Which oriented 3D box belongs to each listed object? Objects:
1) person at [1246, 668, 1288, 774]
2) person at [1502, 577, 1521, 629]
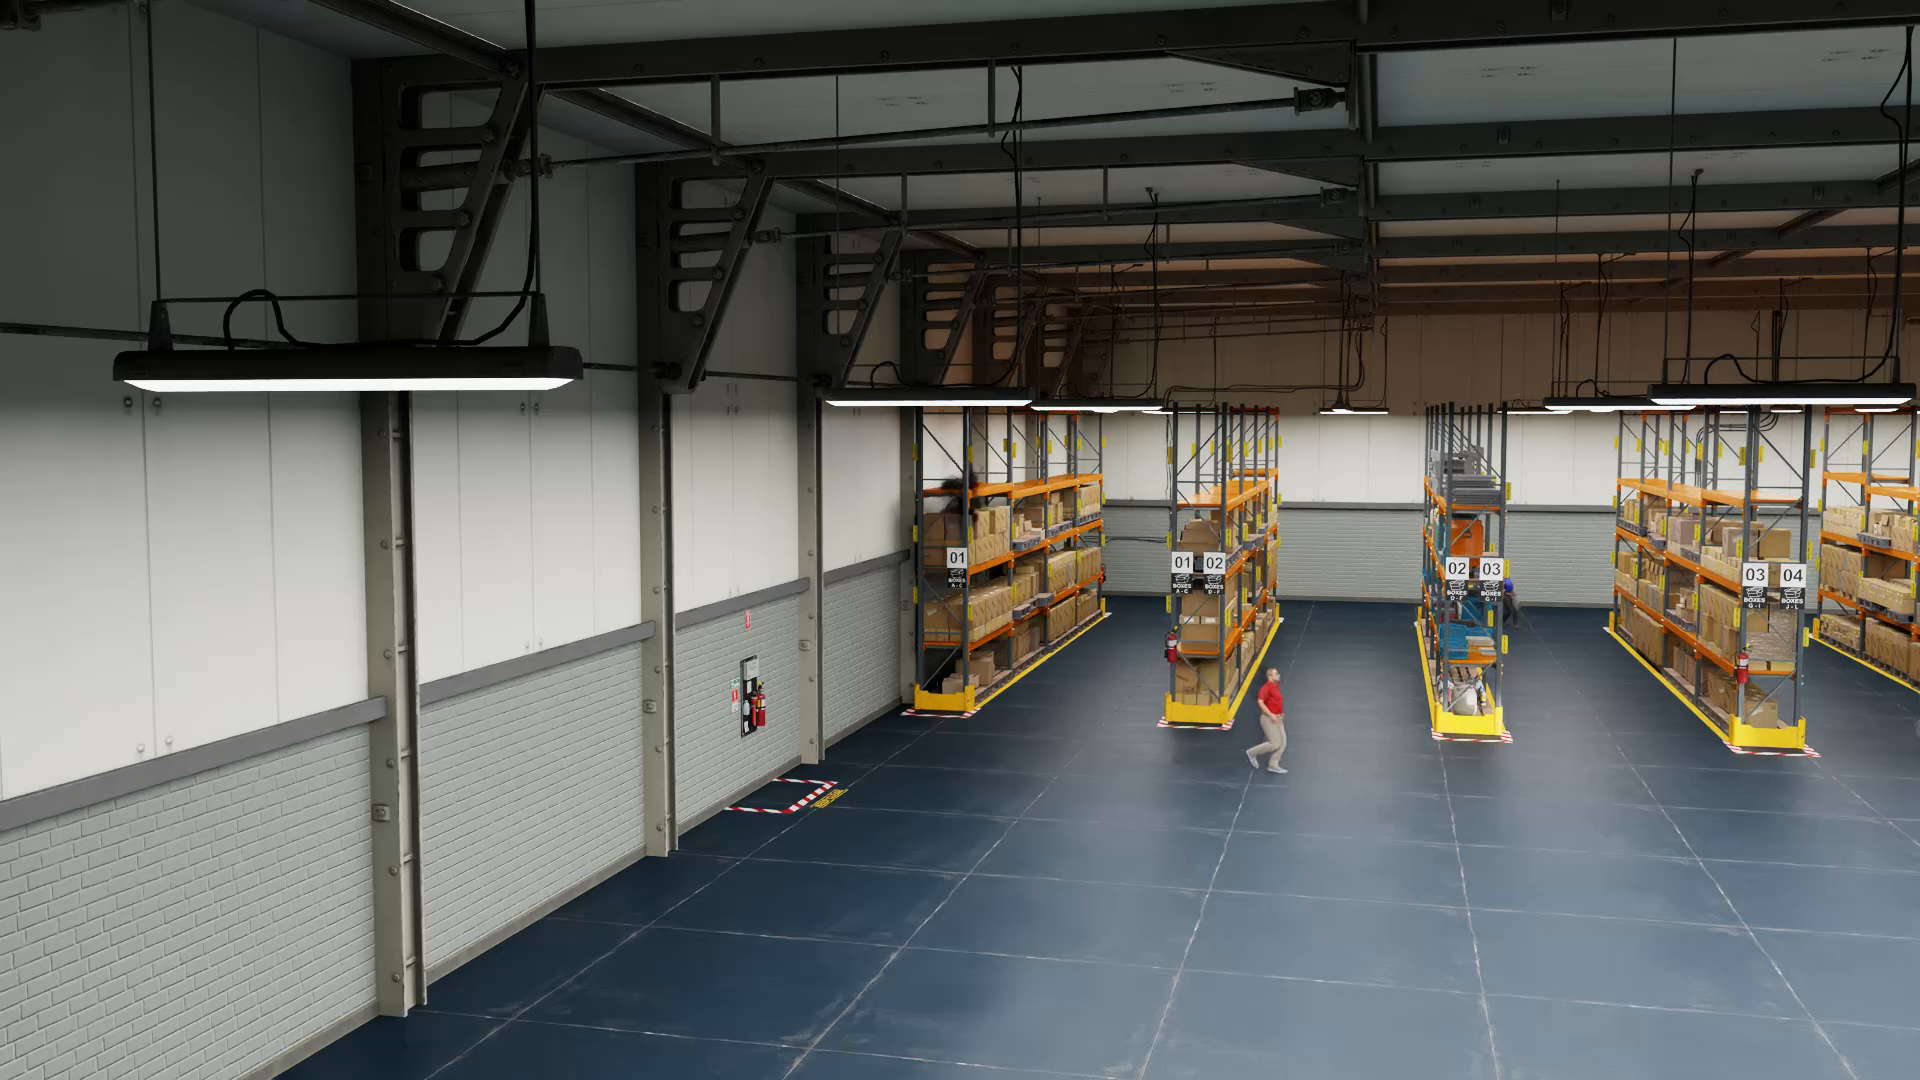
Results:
[{"bbox_3d":[4.968,2.906,26.815,0.645,1.699,0.675,2,5,28],"label":"person"},{"bbox_3d":[14.852,1.585,45.091,0.597,1.619,0.753,-2,5,-25],"label":"person"}]
